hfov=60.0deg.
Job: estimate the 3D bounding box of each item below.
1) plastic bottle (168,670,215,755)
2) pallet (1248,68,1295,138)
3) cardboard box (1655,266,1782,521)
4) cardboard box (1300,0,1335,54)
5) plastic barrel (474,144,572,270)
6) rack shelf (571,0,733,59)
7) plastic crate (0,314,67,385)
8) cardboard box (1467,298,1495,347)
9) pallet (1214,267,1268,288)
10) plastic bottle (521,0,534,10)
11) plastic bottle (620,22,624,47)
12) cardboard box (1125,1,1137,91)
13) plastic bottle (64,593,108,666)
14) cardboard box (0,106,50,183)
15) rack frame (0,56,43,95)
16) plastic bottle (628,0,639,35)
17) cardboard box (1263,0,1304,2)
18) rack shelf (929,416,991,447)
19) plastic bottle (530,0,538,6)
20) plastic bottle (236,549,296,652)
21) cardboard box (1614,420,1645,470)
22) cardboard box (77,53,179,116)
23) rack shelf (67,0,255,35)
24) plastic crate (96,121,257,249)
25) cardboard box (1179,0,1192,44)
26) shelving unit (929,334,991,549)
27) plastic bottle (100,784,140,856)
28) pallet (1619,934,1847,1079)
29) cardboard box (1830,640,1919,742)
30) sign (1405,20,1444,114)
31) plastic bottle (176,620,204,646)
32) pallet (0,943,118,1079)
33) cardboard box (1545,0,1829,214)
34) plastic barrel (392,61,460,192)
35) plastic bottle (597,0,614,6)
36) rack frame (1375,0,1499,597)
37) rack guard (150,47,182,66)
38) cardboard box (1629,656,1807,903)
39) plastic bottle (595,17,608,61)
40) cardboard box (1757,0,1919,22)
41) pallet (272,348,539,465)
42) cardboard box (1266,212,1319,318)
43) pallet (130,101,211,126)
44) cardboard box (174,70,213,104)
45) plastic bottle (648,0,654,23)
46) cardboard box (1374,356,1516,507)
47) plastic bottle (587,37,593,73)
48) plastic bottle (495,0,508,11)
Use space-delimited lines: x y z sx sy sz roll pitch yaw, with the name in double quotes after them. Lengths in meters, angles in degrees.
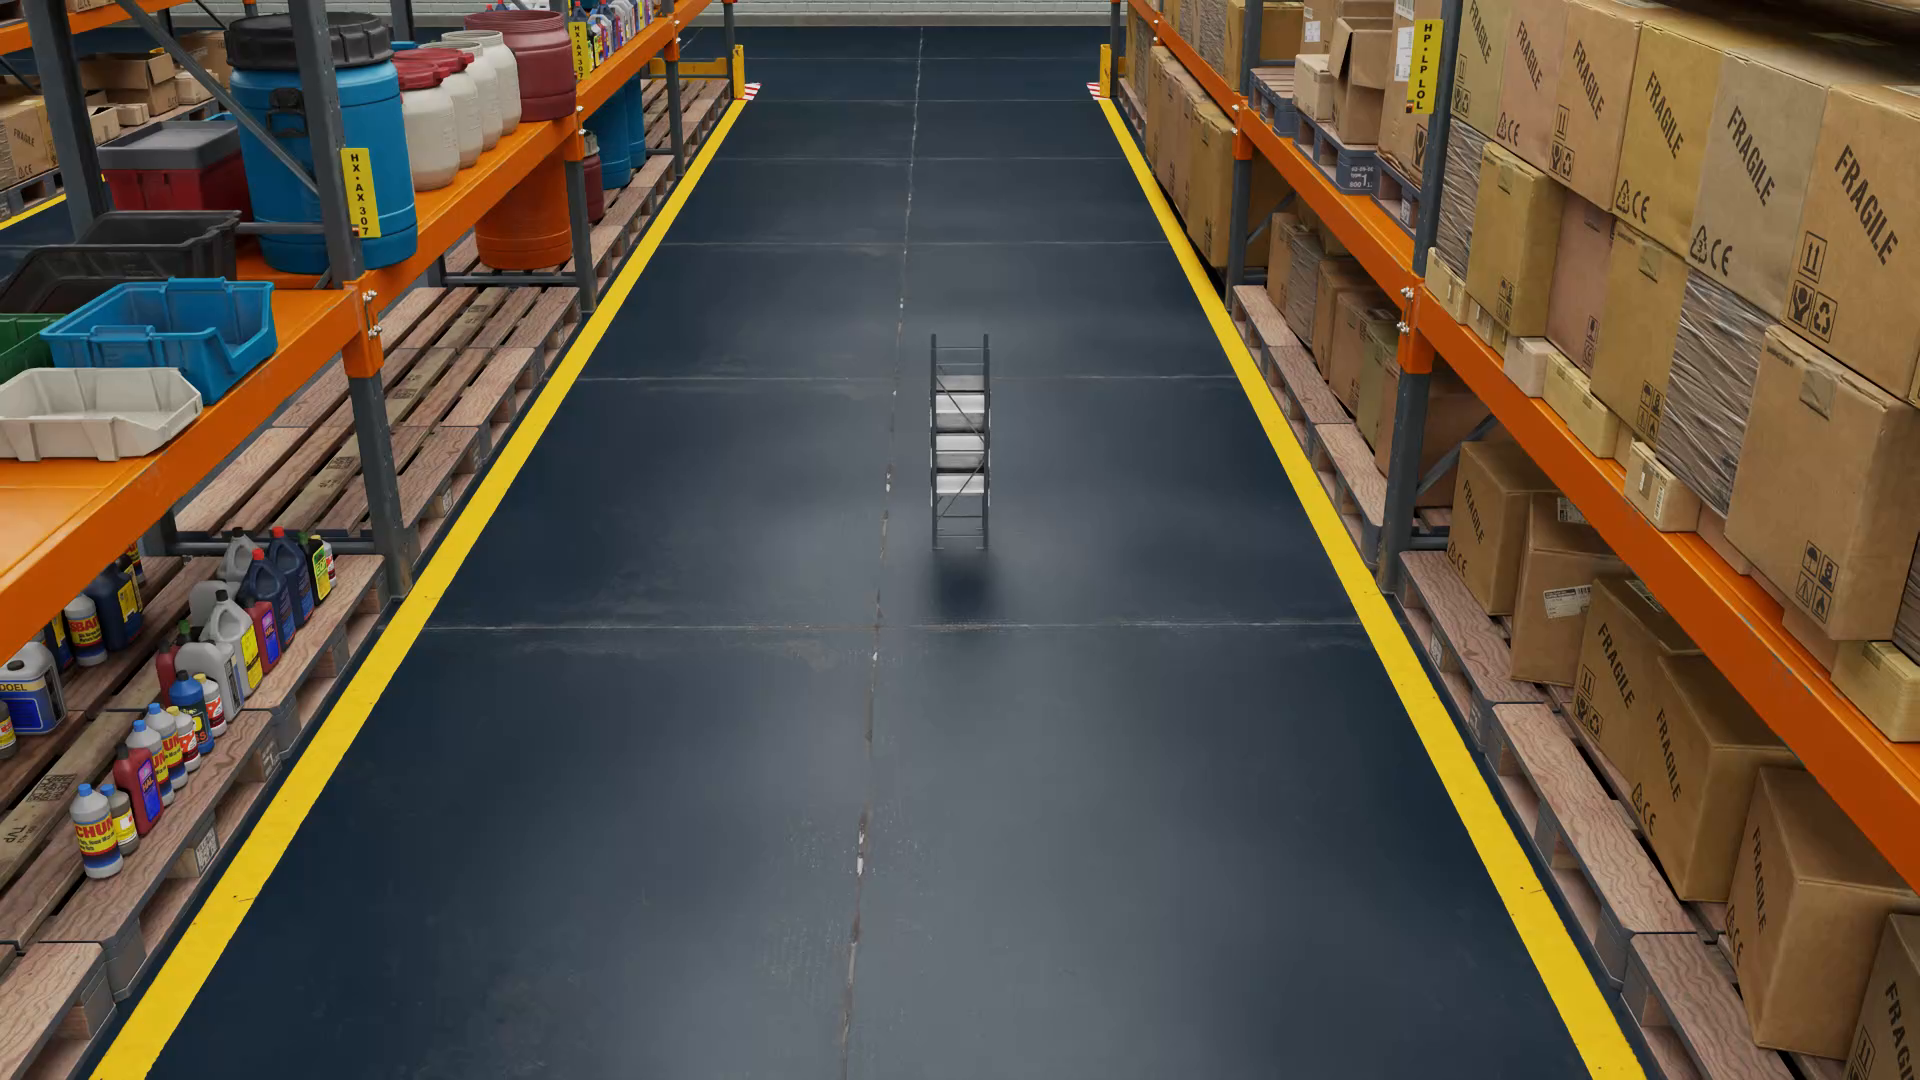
-2.411 0.534 5.207 0.097 0.271 0.097 0 24 0 "plastic bottle"
2.284 -2.433 9.222 1.213 0.211 1.003 0 24 -1 "pallet"
2.190 -0.336 3.872 0.875 0.500 0.500 0 24 -1 "cardboard box"
2.215 -2.828 9.232 0.500 0.500 0.500 -3 25 -7 "cardboard box"
-2.806 -2.195 10.588 0.600 0.830 0.708 0 24 -1 "plastic barrel"
-2.849 -4.936 15.396 1.077 0.370 4.000 0 24 -1 "rack shelf"
-3.007 -0.486 4.941 0.450 0.188 0.662 0 24 -1 "plastic crate"
1.935 -0.755 5.584 0.380 0.149 0.250 0 24 -1 "cardboard box"
2.236 -1.868 11.124 1.003 0.211 1.213 0 24 -1 "pallet"
-3.193 -3.809 12.182 0.152 0.276 0.135 0 24 -1 "plastic bottle"
-2.457 -3.631 11.879 0.097 0.201 0.097 0 24 0 "plastic bottle"
2.169 -5.070 16.888 0.875 0.875 0.875 0 24 -1 "cardboard box"
-3.023 0.293 5.738 0.097 0.271 0.097 0 24 0 "plastic bottle"
-7.491 -3.074 12.907 0.500 0.500 0.500 0 24 0 "cardboard box"
-7.780 -4.419 13.380 1.000 3.000 0.127 0 24 -1 "rack frame"
-2.488 -3.963 12.433 0.144 0.351 0.185 0 24 -1 "plastic bottle"
2.178 -3.617 10.270 0.797 0.503 0.637 1 24 1 "cardboard box"
0.000 -0.465 7.049 0.258 0.077 0.200 0 24 -1 "rack shelf"
-3.225 -3.990 12.587 0.097 0.271 0.097 0 24 0 "plastic bottle"
-2.442 0.207 5.834 0.144 0.351 0.185 -1 24 -3 "plastic bottle"
1.992 -0.240 4.445 0.380 0.149 0.250 0 24 -1 "cardboard box"
-7.806 -4.256 15.515 0.797 0.503 0.637 0 24 -1 "cardboard box"
-7.802 -4.915 15.350 1.077 0.370 4.000 0 24 -1 "rack shelf"
-3.051 -1.370 6.562 0.402 0.464 0.583 0 24 -1 "plastic crate"
1.892 -3.903 12.119 0.500 0.500 0.500 -1 24 -2 "cardboard box"
0.000 -0.413 7.072 0.258 0.900 0.210 0 24 -1 "shelving unit"
-2.405 0.789 4.728 0.097 0.201 0.097 0 24 0 "plastic bottle"
2.282 1.387 3.926 1.003 0.211 1.213 0 24 -1 "pallet"
1.991 0.275 3.306 0.380 0.149 0.250 0 24 -1 "cardboard box"
1.658 -1.689 5.939 0.100 0.325 0.005 0 24 -1 "sign"
-2.541 0.382 5.529 0.061 0.283 0.133 0 24 -1 "plastic bottle"
-2.747 1.410 3.876 1.003 0.211 1.213 0 24 -1 "pallet"
1.976 -1.203 4.575 0.500 0.500 0.500 0 24 -1 "cardboard box"
-2.539 -1.902 7.651 0.433 0.535 0.433 0 24 0 "plastic barrel"
-2.632 -3.963 12.432 0.144 0.351 0.185 0 24 -1 "plastic bottle"
2.213 -1.165 6.186 1.000 3.000 0.127 0 24 -1 "rack frame"
-7.823 -4.897 17.470 1.175 0.500 0.348 0 24 -1 "rack guard"
2.238 0.669 4.654 0.500 0.500 0.500 2 24 4 "cardboard box"
-2.432 -3.394 11.256 0.061 0.283 0.133 0 24 -1 "plastic bottle"
2.504 -1.206 4.580 0.500 0.500 0.500 0 24 -1 "cardboard box"
-2.803 -0.700 8.541 1.003 0.211 1.213 0 24 -1 "pallet"
2.197 -1.599 9.645 0.700 0.500 0.500 -2 24 -3 "cardboard box"
-7.803 -3.935 15.695 1.003 0.211 1.213 0 24 -1 "pallet"
-7.591 -4.400 16.141 0.500 0.250 0.500 0 24 -1 "cardboard box"
-2.499 -4.222 13.095 0.152 0.276 0.135 0 24 -1 "plastic bottle"
2.228 -0.480 7.170 0.700 0.500 0.500 -2 24 -5 "cardboard box"
-2.426 -3.164 10.747 0.061 0.283 0.133 0 24 -1 "plastic bottle"
-3.190 -3.601 11.633 0.144 0.351 0.185 0 24 -1 "plastic bottle"
